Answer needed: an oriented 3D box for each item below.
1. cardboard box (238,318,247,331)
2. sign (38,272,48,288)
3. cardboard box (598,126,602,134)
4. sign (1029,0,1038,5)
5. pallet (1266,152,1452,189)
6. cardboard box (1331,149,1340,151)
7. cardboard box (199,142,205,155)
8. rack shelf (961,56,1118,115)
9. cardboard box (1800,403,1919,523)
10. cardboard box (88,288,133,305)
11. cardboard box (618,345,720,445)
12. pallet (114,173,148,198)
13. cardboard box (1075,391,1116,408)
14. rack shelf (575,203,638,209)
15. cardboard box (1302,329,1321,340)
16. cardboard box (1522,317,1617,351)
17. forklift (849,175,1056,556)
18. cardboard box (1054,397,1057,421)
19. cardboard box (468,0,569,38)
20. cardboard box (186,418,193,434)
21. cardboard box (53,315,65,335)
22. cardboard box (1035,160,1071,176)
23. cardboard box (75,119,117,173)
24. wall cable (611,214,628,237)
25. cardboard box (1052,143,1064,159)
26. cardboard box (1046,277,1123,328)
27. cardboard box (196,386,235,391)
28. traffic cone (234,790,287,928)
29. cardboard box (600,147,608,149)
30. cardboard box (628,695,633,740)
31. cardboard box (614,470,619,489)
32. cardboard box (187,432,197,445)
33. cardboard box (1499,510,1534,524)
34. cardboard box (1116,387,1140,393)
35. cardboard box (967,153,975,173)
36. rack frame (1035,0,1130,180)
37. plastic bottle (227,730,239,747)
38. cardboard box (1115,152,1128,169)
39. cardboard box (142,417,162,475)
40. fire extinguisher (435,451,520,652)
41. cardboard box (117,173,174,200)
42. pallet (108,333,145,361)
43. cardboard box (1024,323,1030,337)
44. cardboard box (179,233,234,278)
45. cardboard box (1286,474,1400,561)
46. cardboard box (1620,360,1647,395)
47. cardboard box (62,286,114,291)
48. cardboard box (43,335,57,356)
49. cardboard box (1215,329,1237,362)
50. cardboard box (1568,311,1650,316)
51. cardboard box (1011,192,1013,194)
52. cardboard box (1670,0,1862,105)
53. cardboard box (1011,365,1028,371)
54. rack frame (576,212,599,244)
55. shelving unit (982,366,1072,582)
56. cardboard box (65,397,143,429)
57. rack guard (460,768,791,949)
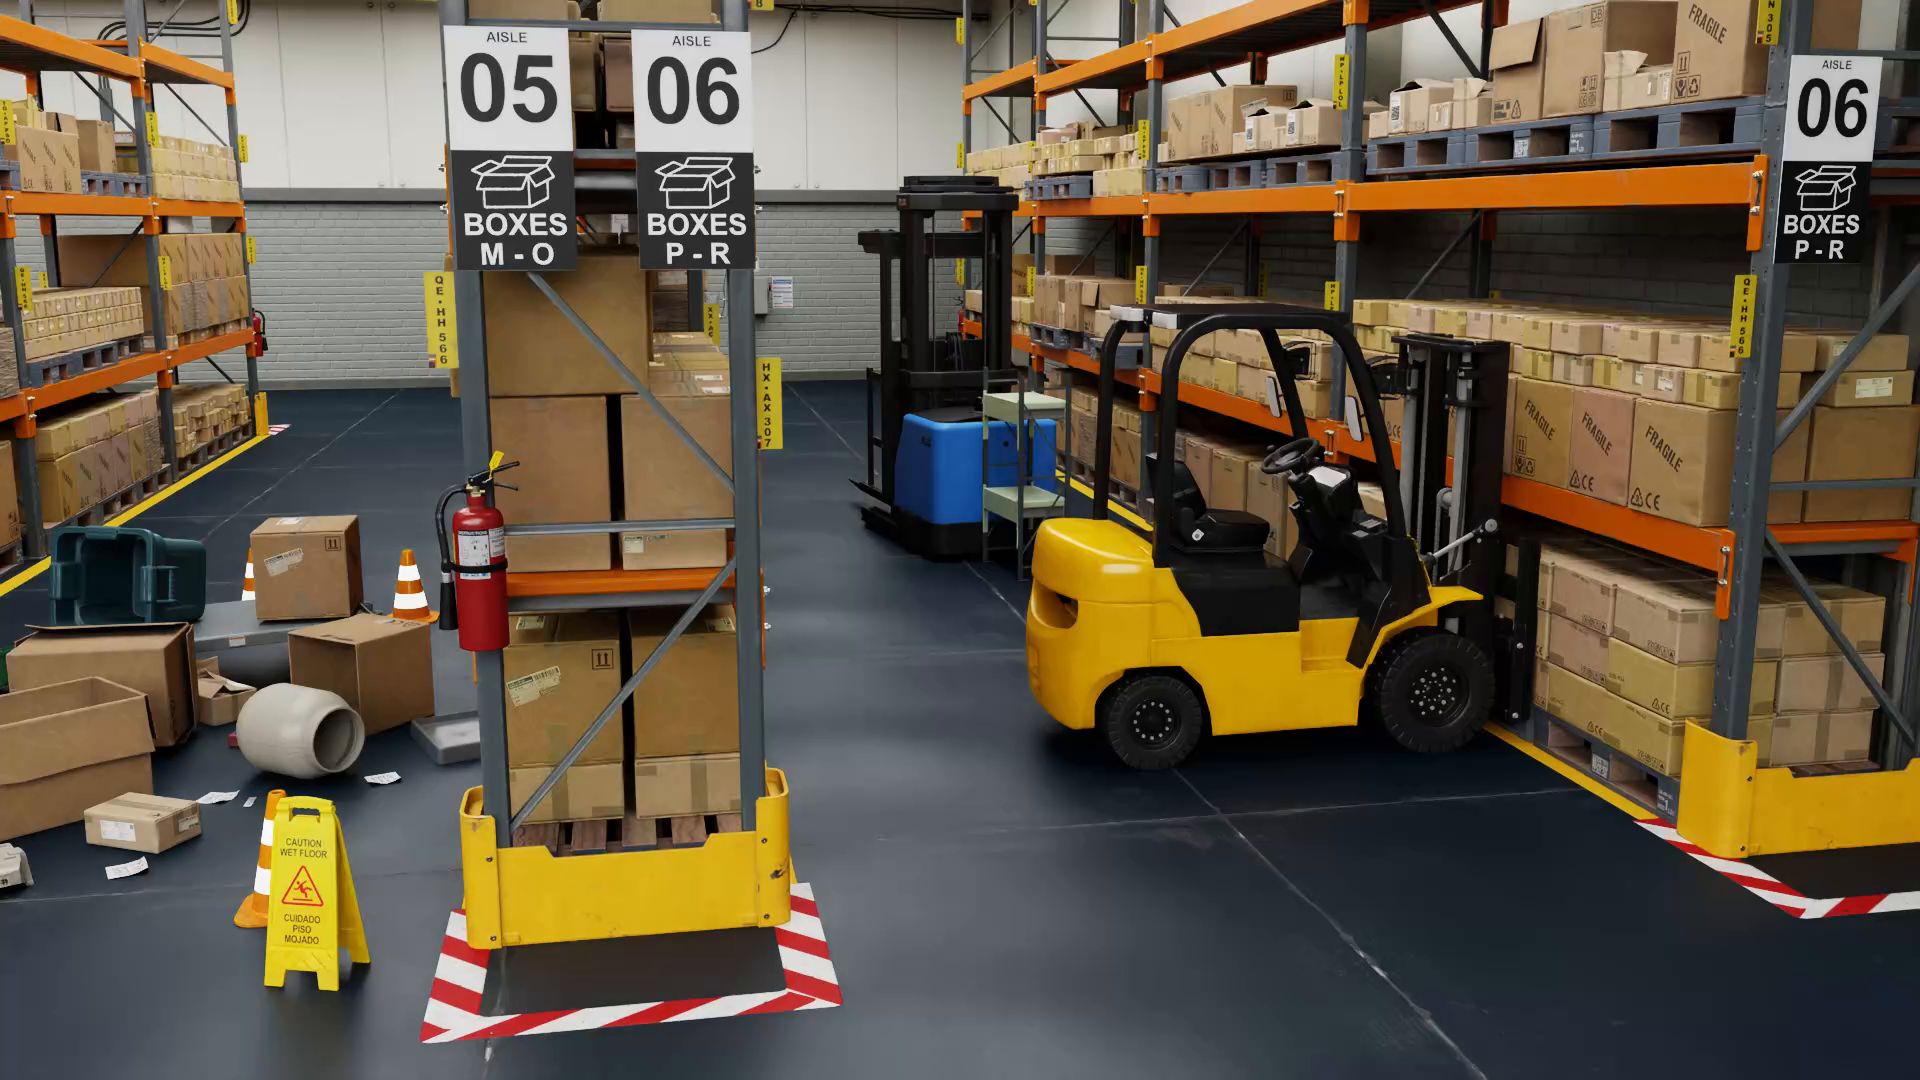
[{"bbox_3d":[-8.823,-2.603,20.022,0.380,0.149,0.250,-2,11,-11],"label":"cardboard box"},{"bbox_3d":[-8.916,-2.446,16.212,0.100,0.325,0.005,-2,11,-11],"label":"sign"},{"bbox_3d":[-1.782,-1.857,7.015,0.500,0.250,0.500,-2,11,-9],"label":"cardboard box"},{"bbox_3d":[0.783,-5.850,17.658,0.100,0.325,0.005,-2,11,-11],"label":"sign"},{"bbox_3d":[2.690,-2.496,11.275,0.805,0.209,1.217,-3,11,-13],"label":"pallet"},{"bbox_3d":[2.736,-2.765,11.459,0.380,0.149,0.250,-2,11,-11],"label":"cardboard box"},{"bbox_3d":[-8.592,-4.331,18.404,0.380,0.149,0.250,-2,11,-10],"label":"cardboard box"},{"bbox_3d":[0.930,-5.381,19.833,1.077,0.370,4.000,-2,11,-11],"label":"rack shelf"},{"bbox_3d":[3.829,-0.371,7.357,0.500,0.500,0.500,-2,11,-9],"label":"cardboard box"},{"bbox_3d":[-8.063,-2.302,15.724,0.380,0.149,0.250,-2,11,-13],"label":"cardboard box"},{"bbox_3d":[-1.451,-0.707,8.327,0.500,0.500,0.500,-2,11,-9],"label":"cardboard box"},{"bbox_3d":[-8.370,-3.306,15.526,1.213,0.211,1.003,-2,11,-11],"label":"pallet"},{"bbox_3d":[1.397,-1.452,17.130,0.380,0.149,0.250,-2,11,-11],"label":"cardboard box"},{"bbox_3d":[-2.383,-2.261,11.452,1.077,0.370,4.000,-2,11,-11],"label":"rack shelf"},{"bbox_3d":[2.522,-1.424,11.152,0.380,0.149,0.250,-2,11,-12],"label":"cardboard box"},{"bbox_3d":[3.030,-1.023,8.254,0.380,0.149,0.250,-2,11,-10],"label":"cardboard box"},{"bbox_3d":[-0.209,-1.550,13.999,1.130,2.935,3.031,-4,11,-19],"label":"forklift"},{"bbox_3d":[1.192,-1.303,18.085,0.500,0.500,0.500,-2,11,-9],"label":"cardboard box"},{"bbox_3d":[-1.571,-1.833,5.822,0.380,0.149,0.250,-2,11,-10],"label":"cardboard box"},{"bbox_3d":[-8.412,-1.208,17.729,0.380,0.149,0.250,-3,11,-14],"label":"cardboard box"},{"bbox_3d":[-7.664,-1.778,13.771,0.380,0.149,0.250,-2,11,-11],"label":"cardboard box"},{"bbox_3d":[1.003,-3.910,17.474,0.380,0.149,0.250,-2,11,-10],"label":"cardboard box"},{"bbox_3d":[-8.420,-3.698,15.689,0.700,0.500,0.500,-2,11,-11],"label":"cardboard box"},{"bbox_3d":[-5.447,-4.522,26.633,0.585,1.953,0.123,-2,11,-11],"label":"wall cable"},{"bbox_3d":[1.152,-3.962,16.955,0.380,0.149,0.250,-2,11,-12],"label":"cardboard box"},{"bbox_3d":[1.294,-2.486,17.343,0.700,0.500,0.500,-2,11,-10],"label":"cardboard box"},{"bbox_3d":[-8.819,-1.738,19.715,0.380,0.149,0.250,-2,11,-10],"label":"cardboard box"},{"bbox_3d":[-2.565,1.174,6.289,0.336,0.463,0.334,-2,11,-11],"label":"traffic cone"},{"bbox_3d":[-2.021,-1.966,8.653,0.380,0.149,0.250,-2,11,-11],"label":"cardboard box"},{"bbox_3d":[-1.312,0.753,7.949,0.500,0.250,0.500,-1,11,-7],"label":"cardboard box"},{"bbox_3d":[-1.776,-0.258,7.704,0.380,0.149,0.250,-2,11,-11],"label":"cardboard box"},{"bbox_3d":[-8.391,-1.064,17.765,0.380,0.149,0.250,-2,11,-12],"label":"cardboard box"},{"bbox_3d":[2.858,-0.016,9.317,0.500,0.250,0.500,-2,11,-9],"label":"cardboard box"},{"bbox_3d":[1.861,-1.524,17.507,0.380,0.149,0.250,-3,11,-14],"label":"cardboard box"},{"bbox_3d":[0.381,-4.857,21.437,0.500,0.250,0.500,-2,11,-12],"label":"cardboard box"},{"bbox_3d":[1.319,-5.369,17.838,1.000,3.000,0.127,-2,11,-11],"label":"rack frame"},{"bbox_3d":[-3.582,0.975,8.411,0.133,0.061,0.283,0,11,-1],"label":"plastic bottle"},{"bbox_3d":[1.643,-3.482,15.279,0.380,0.149,0.250,-2,11,-11],"label":"cardboard box"},{"bbox_3d":[-7.994,-0.894,15.933,0.500,0.500,0.500,-2,11,-12],"label":"cardboard box"},{"bbox_3d":[-1.645,0.036,5.693,0.296,0.674,0.183,-2,11,-11],"label":"fire extinguisher"},{"bbox_3d":[-8.217,-3.537,16.634,0.500,0.250,0.500,-2,11,-8],"label":"cardboard box"},{"bbox_3d":[-8.379,-1.803,15.658,1.003,0.211,1.213,-2,11,-11],"label":"pallet"},{"bbox_3d":[0.937,-2.395,18.928,0.380,0.149,0.250,-2,11,-9],"label":"cardboard box"},{"bbox_3d":[-8.732,-3.295,19.246,0.500,0.500,0.500,-3,11,-13],"label":"cardboard box"},{"bbox_3d":[2.762,-0.090,11.374,0.875,0.625,0.625,-2,11,-8],"label":"cardboard box"},{"bbox_3d":[3.241,-0.738,7.549,0.380,0.149,0.250,-2,11,-10],"label":"cardboard box"},{"bbox_3d":[-8.757,-2.316,16.779,0.500,0.500,0.500,-2,11,-11],"label":"cardboard box"},{"bbox_3d":[-7.601,-1.580,13.522,0.380,0.149,0.250,-2,11,-8],"label":"cardboard box"},{"bbox_3d":[2.248,-1.489,12.560,0.500,0.250,0.500,-2,11,-10],"label":"cardboard box"},{"bbox_3d":[3.469,-1.137,8.852,0.380,0.149,0.250,-2,11,-9],"label":"cardboard box"},{"bbox_3d":[0.804,-4.017,19.430,0.380,0.149,0.250,-2,11,-9],"label":"cardboard box"},{"bbox_3d":[3.327,-2.072,6.877,0.500,0.500,0.500,-2,11,-9],"label":"cardboard box"},{"bbox_3d":[0.567,-2.020,21.840,0.797,0.503,0.637,-3,11,-13],"label":"cardboard box"},{"bbox_3d":[-3.550,-2.241,17.447,1.000,3.000,0.127,-2,11,-11],"label":"rack frame"},{"bbox_3d":[0.487,-0.511,12.370,0.431,1.500,0.755,-4,11,-19],"label":"shelving unit"},{"bbox_3d":[-7.906,-1.167,15.361,0.500,0.250,0.500,-2,11,-8],"label":"cardboard box"},{"bbox_3d":[-1.230,1.174,6.191,1.175,0.500,0.348,-2,11,-11],"label":"rack guard"}]
